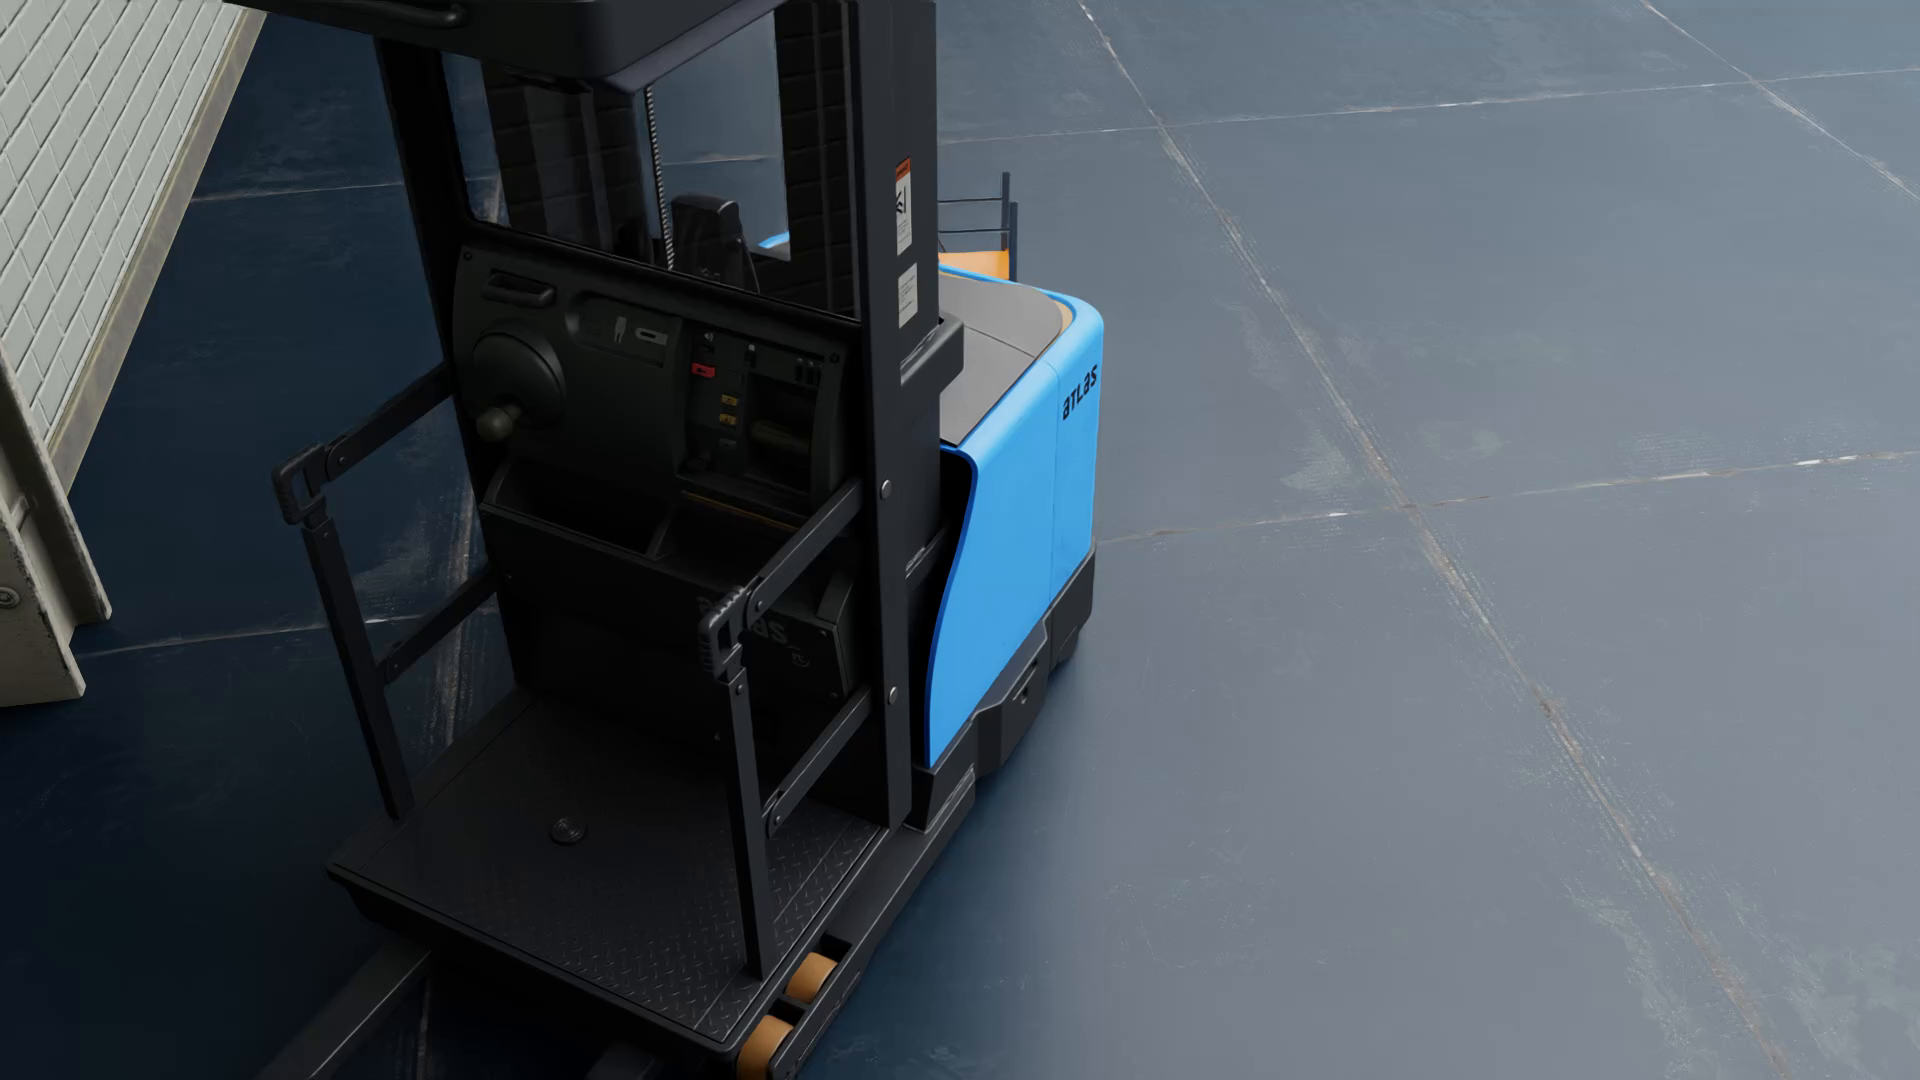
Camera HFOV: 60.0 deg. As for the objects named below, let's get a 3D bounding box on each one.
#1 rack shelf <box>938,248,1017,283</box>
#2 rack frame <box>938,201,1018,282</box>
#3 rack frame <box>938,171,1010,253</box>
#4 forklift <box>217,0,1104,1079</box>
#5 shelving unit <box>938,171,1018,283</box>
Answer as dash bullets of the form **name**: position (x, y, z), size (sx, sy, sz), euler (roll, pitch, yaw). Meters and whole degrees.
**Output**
- **rack shelf**: position (0.027, -0.733, 4.701), size (0.258, 0.103, 0.180), euler (-3, 38, -4)
- **rack frame**: position (0.036, -0.427, 4.822), size (0.240, 1.200, 0.006), euler (-3, 38, -4)
- **rack frame**: position (0.019, -0.539, 4.966), size (0.240, 1.200, 0.006), euler (-3, 38, -4)
- **forklift**: position (-0.734, -0.253, 3.186), size (1.130, 2.935, 3.031), euler (17, 41, 21)
- **shelving unit**: position (0.027, -0.483, 4.894), size (0.258, 1.200, 0.189), euler (-3, 38, -4)
